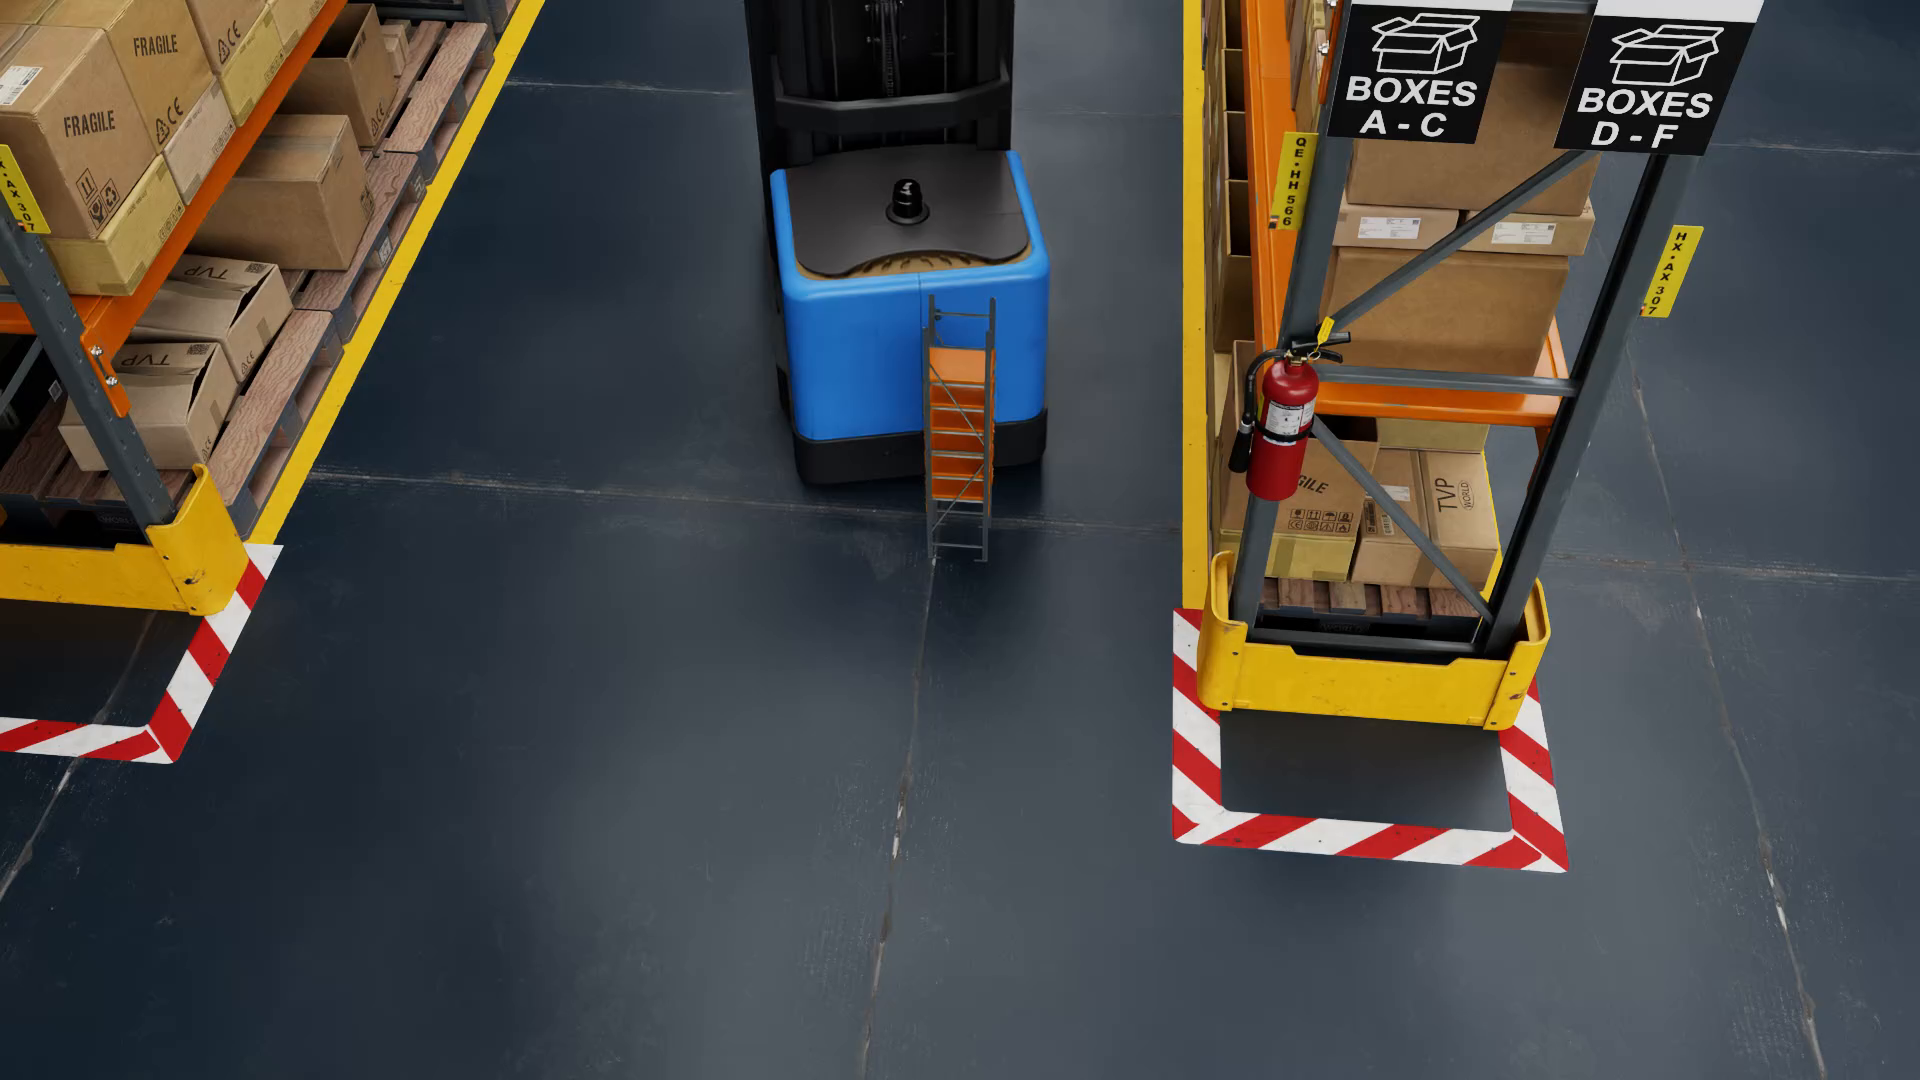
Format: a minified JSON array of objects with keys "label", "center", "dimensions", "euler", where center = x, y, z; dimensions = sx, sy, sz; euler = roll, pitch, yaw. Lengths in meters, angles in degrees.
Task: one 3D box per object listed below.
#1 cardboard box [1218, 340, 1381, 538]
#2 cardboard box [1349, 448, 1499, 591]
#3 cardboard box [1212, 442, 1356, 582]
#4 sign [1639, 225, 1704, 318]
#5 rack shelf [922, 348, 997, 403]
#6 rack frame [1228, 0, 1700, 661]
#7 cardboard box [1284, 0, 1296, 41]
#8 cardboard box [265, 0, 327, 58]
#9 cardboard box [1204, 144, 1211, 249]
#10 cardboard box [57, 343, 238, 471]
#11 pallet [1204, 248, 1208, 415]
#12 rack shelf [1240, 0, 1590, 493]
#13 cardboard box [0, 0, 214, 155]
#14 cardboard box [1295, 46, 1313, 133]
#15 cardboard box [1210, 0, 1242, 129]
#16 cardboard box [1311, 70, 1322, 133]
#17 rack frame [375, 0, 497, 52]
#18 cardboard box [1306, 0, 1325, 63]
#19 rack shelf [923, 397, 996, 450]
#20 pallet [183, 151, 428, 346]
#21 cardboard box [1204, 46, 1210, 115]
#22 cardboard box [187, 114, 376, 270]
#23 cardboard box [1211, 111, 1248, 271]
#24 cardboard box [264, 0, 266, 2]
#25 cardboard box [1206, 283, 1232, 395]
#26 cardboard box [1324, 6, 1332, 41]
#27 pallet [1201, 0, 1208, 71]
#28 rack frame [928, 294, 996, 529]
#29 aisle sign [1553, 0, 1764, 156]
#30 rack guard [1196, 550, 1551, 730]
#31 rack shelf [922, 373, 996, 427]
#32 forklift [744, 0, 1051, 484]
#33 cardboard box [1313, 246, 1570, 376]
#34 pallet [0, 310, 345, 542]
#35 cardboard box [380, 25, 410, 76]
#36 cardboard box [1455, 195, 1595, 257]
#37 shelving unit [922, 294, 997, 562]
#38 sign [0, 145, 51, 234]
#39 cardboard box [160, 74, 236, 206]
[{"label":"cardboard box","center":[1.235,-0.373,6.129],"dimensions":[0.500,0.500,0.500],"euler":[4,48,4]},{"label":"cardboard box","center":[1.753,-0.085,6.374],"dimensions":[0.500,0.250,0.500],"euler":[4,48,4]},{"label":"cardboard box","center":[1.237,-0.120,6.406],"dimensions":[0.500,0.250,0.500],"euler":[4,48,4]},{"label":"sign","center":[2.035,-0.769,4.781],"dimensions":[0.100,0.325,0.005],"euler":[4,48,4]},{"label":"rack shelf","center":[-0.001,-0.607,6.065],"dimensions":[0.258,0.103,0.180],"euler":[4,48,4]},{"label":"rack frame","center":[1.482,-0.492,5.168],"dimensions":[1.000,3.000,0.127],"euler":[4,48,4]},{"label":"cardboard box","center":[1.722,-2.382,6.829],"dimensions":[0.700,0.500,0.500],"euler":[5,48,4]},{"label":"cardboard box","center":[-2.957,-2.244,6.858],"dimensions":[0.500,0.250,0.500],"euler":[4,48,4]},{"label":"cardboard box","center":[1.401,-1.591,7.751],"dimensions":[0.500,0.250,0.500],"euler":[4,48,4]},{"label":"cardboard box","center":[-3.298,-0.566,6.759],"dimensions":[0.500,0.311,0.500],"euler":[-1,48,-1]},{"label":"pallet","center":[1.624,-1.010,7.531],"dimensions":[1.003,0.211,1.213],"euler":[4,48,4]},{"label":"rack shelf","center":[1.665,-1.719,6.777],"dimensions":[1.077,0.370,4.000],"euler":[4,48,4]},{"label":"cardboard box","center":[-3.053,-1.725,5.875],"dimensions":[0.500,0.500,0.500],"euler":[4,48,4]},{"label":"cardboard box","center":[1.632,-1.619,6.130],"dimensions":[0.700,0.500,0.500],"euler":[4,48,4]},{"label":"cardboard box","center":[1.455,-2.211,7.810],"dimensions":[0.500,0.500,0.500],"euler":[4,48,4]},{"label":"cardboard box","center":[1.373,-1.419,5.508],"dimensions":[0.380,0.149,0.250],"euler":[3,48,3]},{"label":"rack frame","center":[-3.086,-3.762,8.158],"dimensions":[1.000,3.000,0.127],"euler":[4,48,4]},{"label":"cardboard box","center":[1.422,-1.797,5.853],"dimensions":[0.380,0.149,0.250],"euler":[5,48,5]},{"label":"rack shelf","center":[-0.001,-0.445,6.242],"dimensions":[0.258,0.103,0.180],"euler":[4,48,4]},{"label":"pallet","center":[-3.221,-1.426,7.911],"dimensions":[1.003,0.211,1.213],"euler":[4,48,4]},{"label":"cardboard box","center":[1.503,-2.325,8.423],"dimensions":[0.500,0.250,0.500],"euler":[4,48,4]},{"label":"cardboard box","center":[-3.130,-1.585,7.562],"dimensions":[0.700,0.500,0.500],"euler":[1,48,1]},{"label":"cardboard box","center":[1.358,-1.476,7.138],"dimensions":[0.500,0.500,0.500],"euler":[4,48,4]},{"label":"cardboard box","center":[-2.965,-2.484,6.569],"dimensions":[0.500,0.500,0.500],"euler":[5,48,5]},{"label":"cardboard box","center":[1.314,-0.856,7.079],"dimensions":[0.500,0.250,0.500],"euler":[4,48,4]},{"label":"cardboard box","center":[1.585,-1.732,5.354],"dimensions":[0.700,0.500,0.500],"euler":[3,48,3]},{"label":"pallet","center":[1.875,-3.035,9.382],"dimensions":[1.003,0.211,1.213],"euler":[4,48,4]},{"label":"rack frame","center":[0.007,-0.462,6.359],"dimensions":[0.240,1.200,0.006],"euler":[4,48,4]},{"label":"aisle sign","center":[1.781,-1.301,4.145],"dimensions":[0.394,0.787,0.004],"euler":[4,48,4]},{"label":"rack guard","center":[1.480,0.369,6.074],"dimensions":[1.175,0.500,0.348],"euler":[4,48,4]},{"label":"rack shelf","center":[-0.001,-0.526,6.153],"dimensions":[0.258,0.103,0.180],"euler":[4,48,4]},{"label":"forklift","center":[-0.359,-2.320,6.886],"dimensions":[1.130,2.935,3.031],"euler":[-6,48,-5]},{"label":"cardboard box","center":[1.538,-0.868,5.444],"dimensions":[0.700,0.500,0.500],"euler":[4,48,4]},{"label":"pallet","center":[-3.335,-0.532,7.094],"dimensions":[1.003,0.211,1.213],"euler":[4,48,4]},{"label":"cardboard box","center":[-3.105,-2.559,8.680],"dimensions":[0.380,0.166,0.250],"euler":[-2,48,-2]},{"label":"cardboard box","center":[1.733,-1.019,5.142],"dimensions":[0.380,0.149,0.250],"euler":[4,48,3]},{"label":"shelving unit","center":[-0.001,-0.394,6.298],"dimensions":[0.258,1.200,0.189],"euler":[4,48,4]},{"label":"sign","center":[-2.911,-1.079,5.117],"dimensions":[0.100,0.325,0.005],"euler":[4,48,4]},{"label":"cardboard box","center":[-3.057,-1.499,6.176],"dimensions":[0.500,0.250,0.500],"euler":[3,48,2]}]
